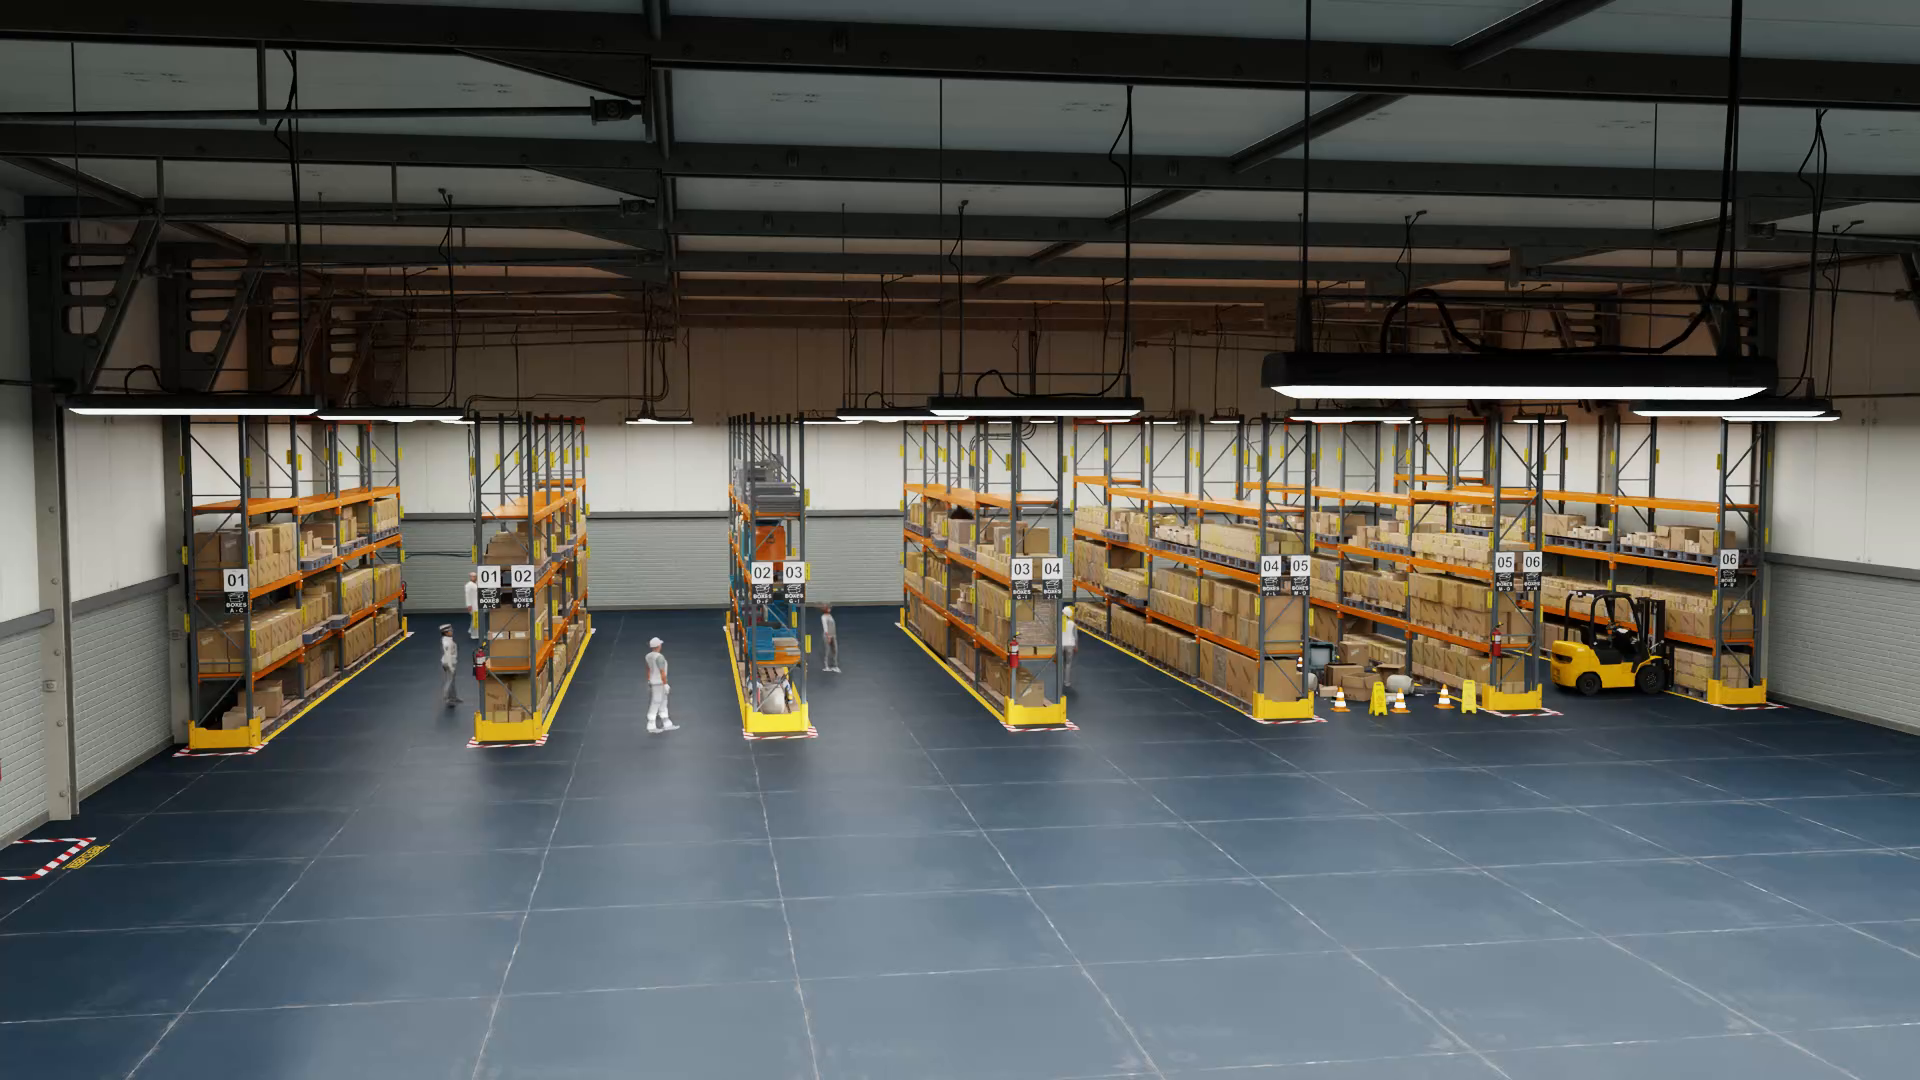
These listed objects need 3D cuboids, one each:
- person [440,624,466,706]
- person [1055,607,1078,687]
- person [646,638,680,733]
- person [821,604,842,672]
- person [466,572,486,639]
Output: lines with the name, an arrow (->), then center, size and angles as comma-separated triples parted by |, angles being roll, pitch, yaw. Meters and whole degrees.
person -> -10.423, 2.561, 34.236 | 0.539, 1.684, 0.497 | -2, 5, -33
person -> 2.314, 2.342, 36.550 | 0.538, 1.755, 0.511 | 2, 4, 26
person -> -5.561, 2.709, 31.165 | 0.656, 1.782, 0.545 | -1, 4, -19
person -> -3.035, 2.298, 38.811 | 0.436, 1.619, 0.452 | 3, 5, 40
person -> -13.085, 1.767, 45.012 | 0.518, 1.785, 0.627 | 0, 4, 0
